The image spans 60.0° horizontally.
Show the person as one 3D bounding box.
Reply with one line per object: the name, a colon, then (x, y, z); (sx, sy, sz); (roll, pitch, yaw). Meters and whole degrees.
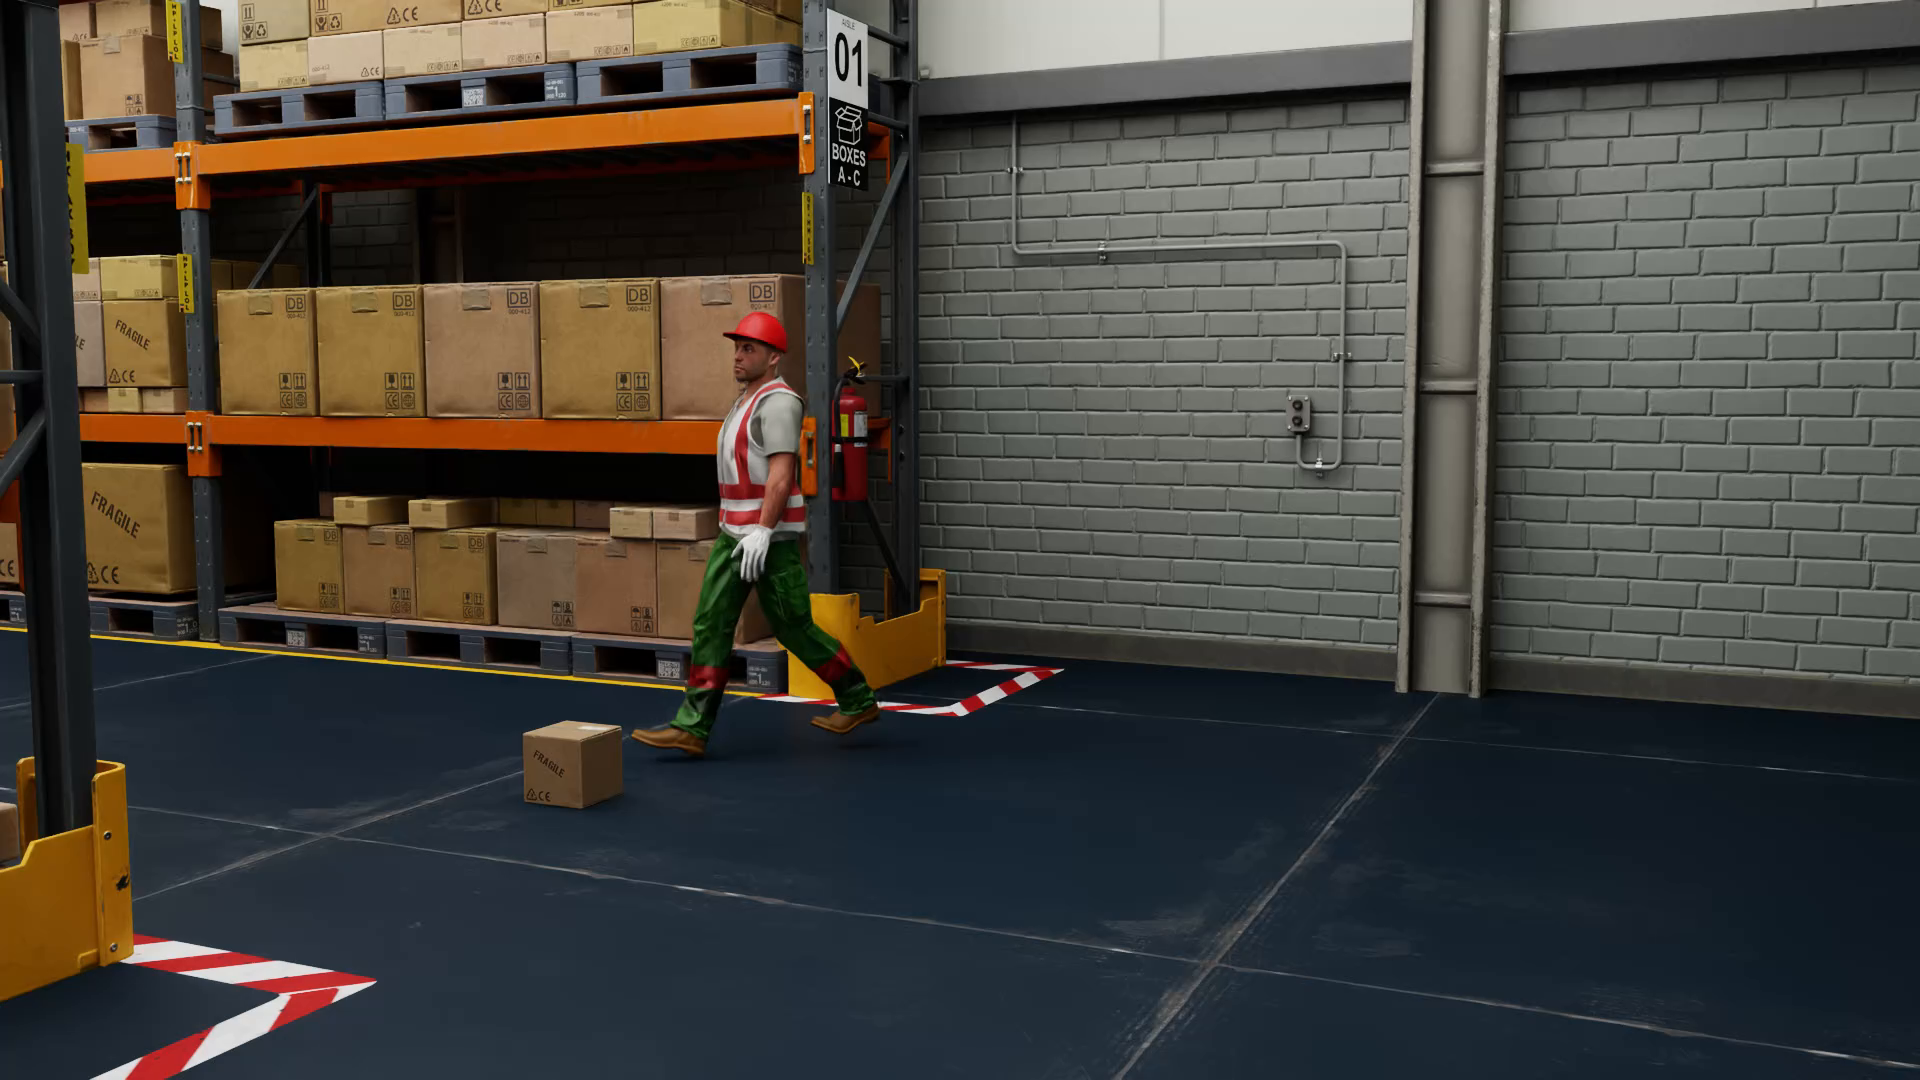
person: (-0.799, -0.019, 6.597); (1.012, 1.761, 0.609); (-3, 6, -26)
